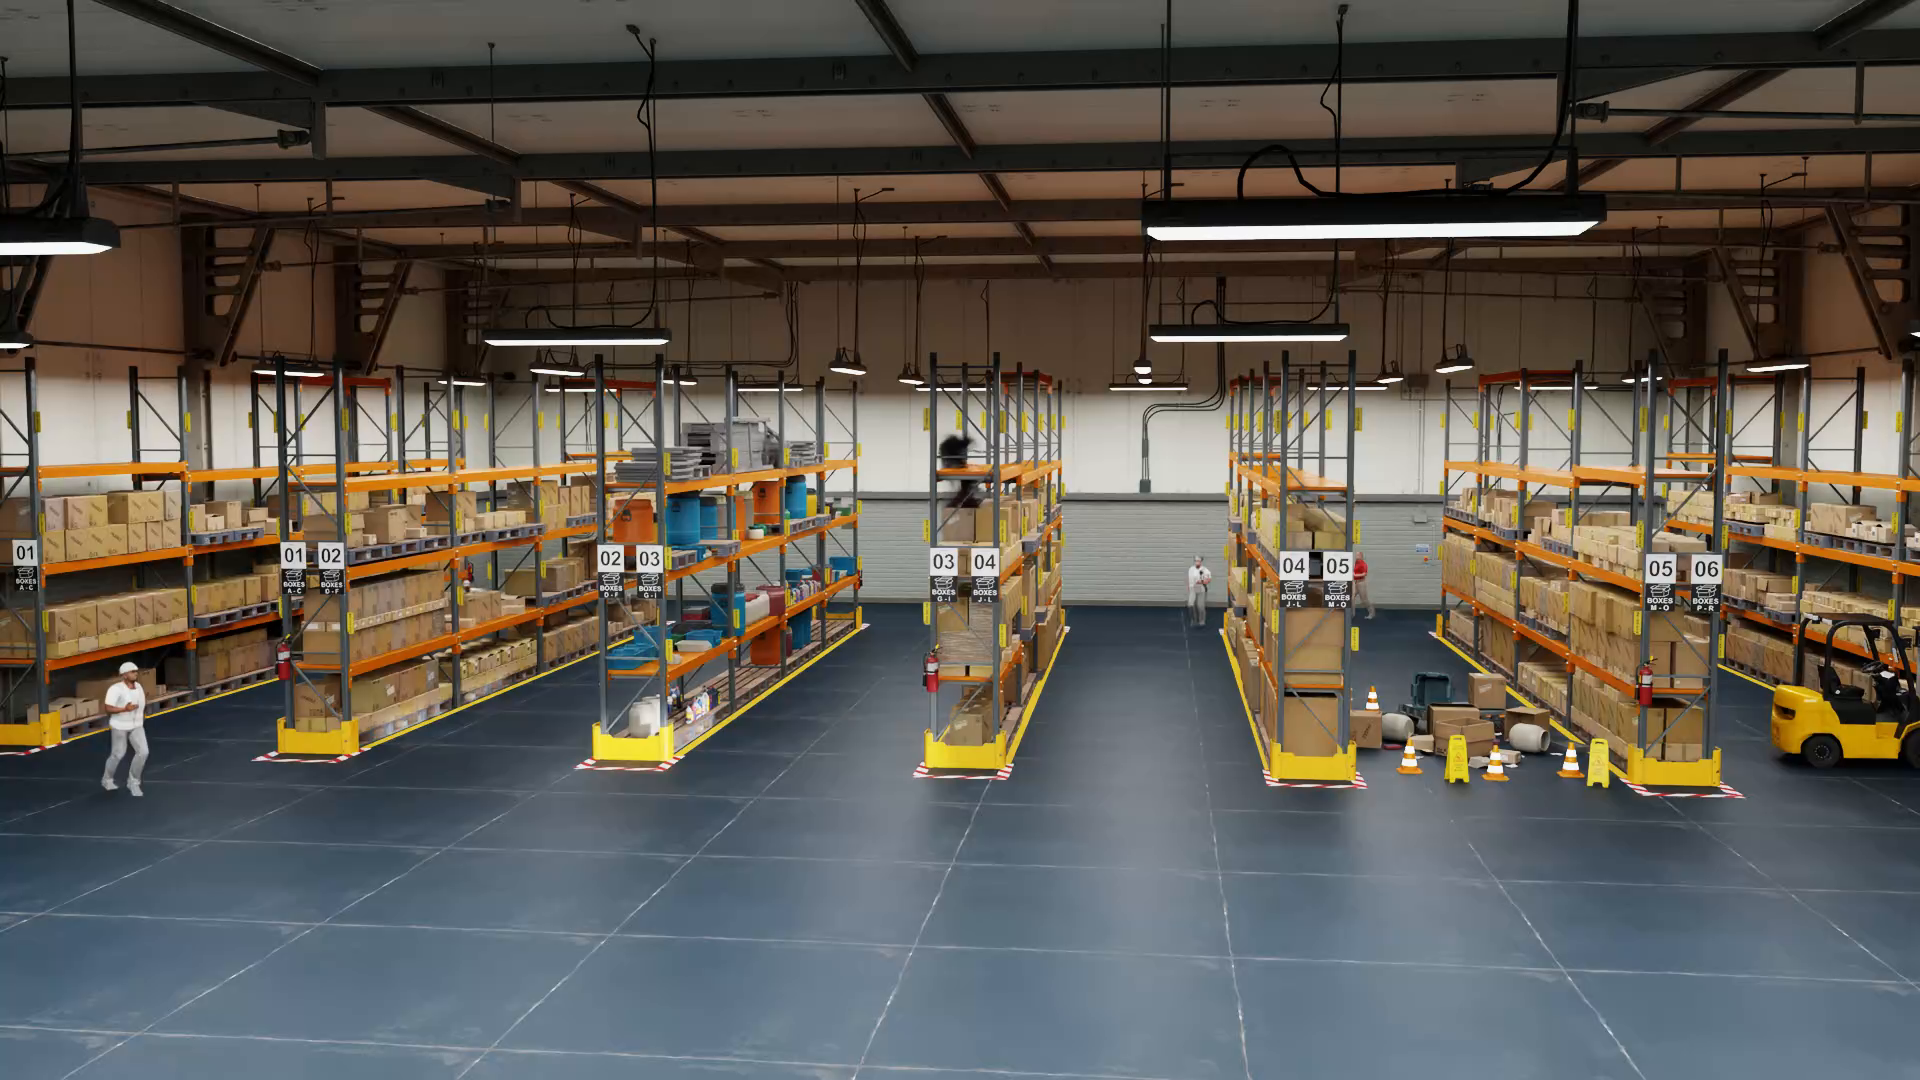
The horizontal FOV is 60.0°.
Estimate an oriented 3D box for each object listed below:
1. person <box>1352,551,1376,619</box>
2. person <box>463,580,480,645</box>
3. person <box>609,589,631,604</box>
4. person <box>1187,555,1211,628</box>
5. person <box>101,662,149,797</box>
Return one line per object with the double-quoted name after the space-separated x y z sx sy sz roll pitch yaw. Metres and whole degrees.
10.089 1.180 41.848 0.804 1.792 0.652 -1 4 -14 "person"
-10.721 1.656 36.442 0.627 1.629 1.004 -1 4 -7 "person"
-8.734 1.133 42.992 0.903 1.686 0.584 2 4 21 "person"
5.799 1.263 40.519 0.640 1.774 0.687 2 5 27 "person"
-11.197 2.554 22.369 0.751 1.830 0.680 2 5 29 "person"
